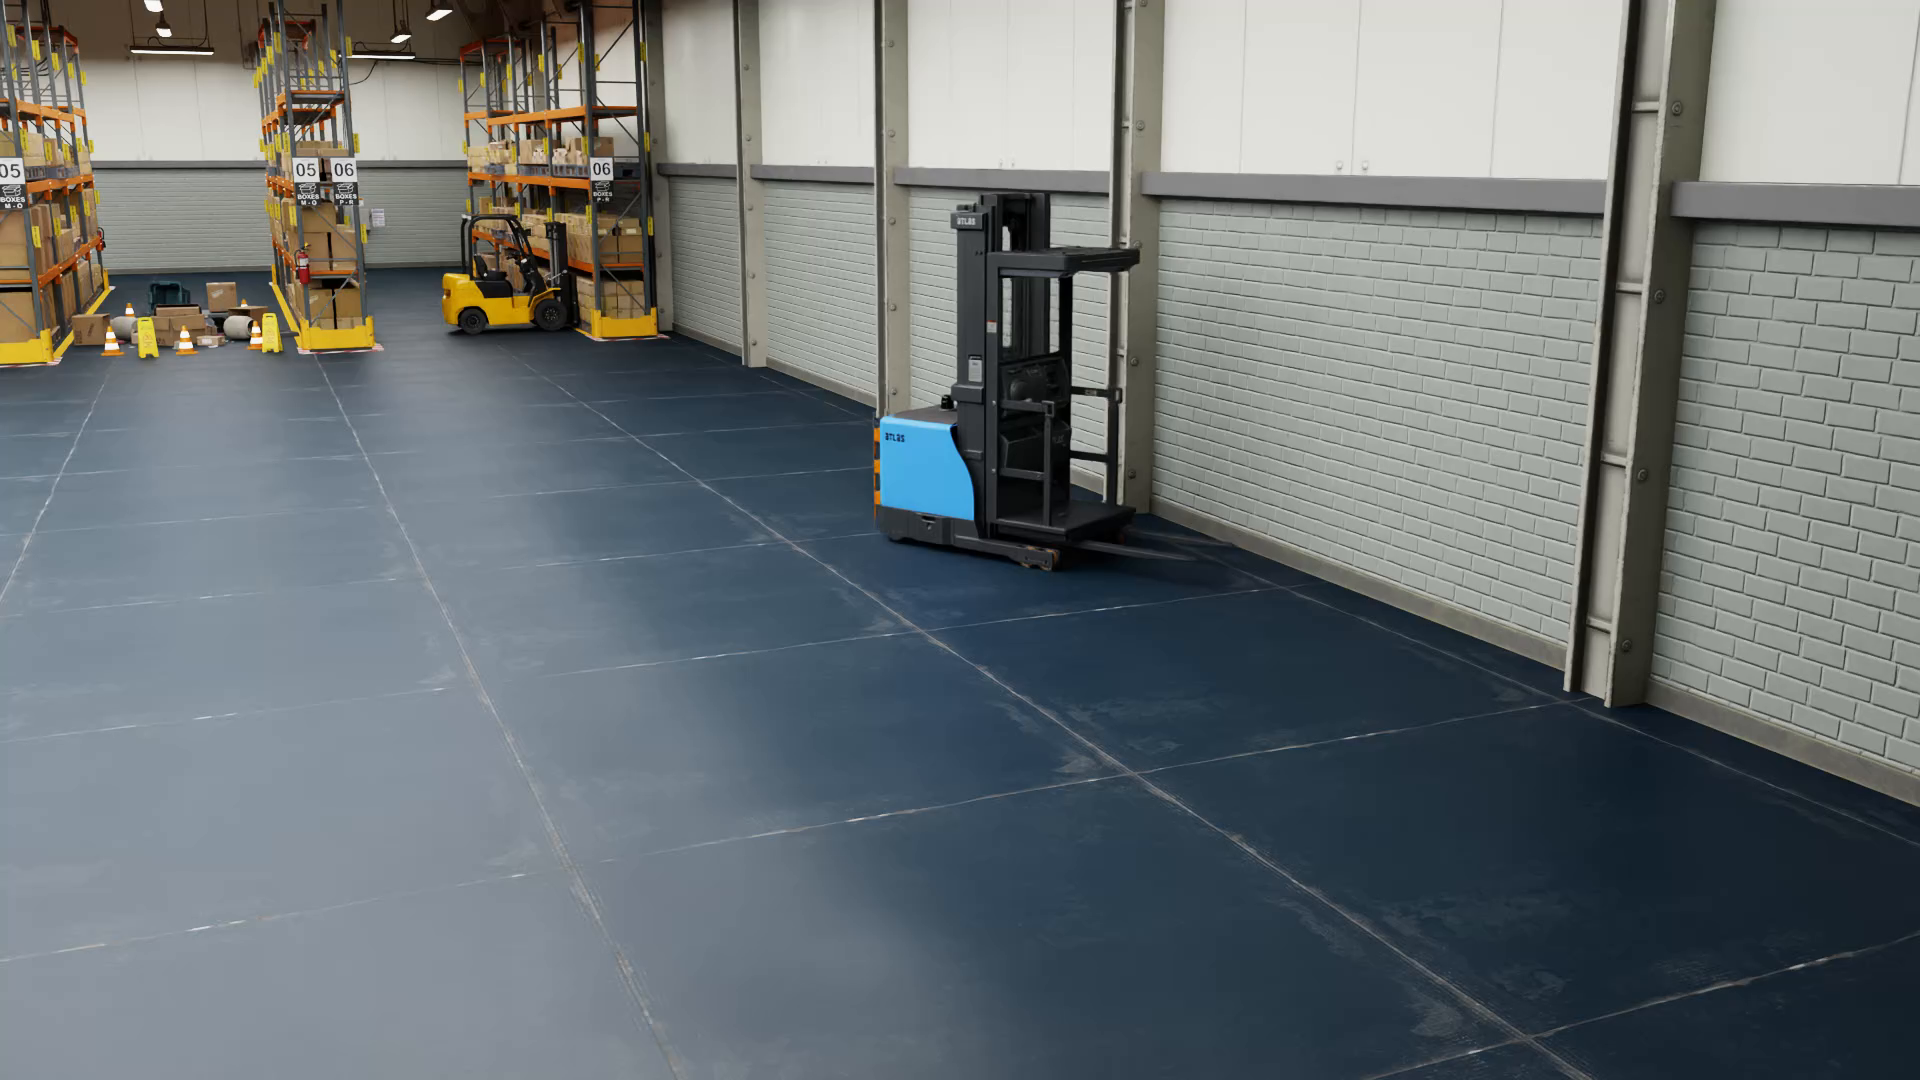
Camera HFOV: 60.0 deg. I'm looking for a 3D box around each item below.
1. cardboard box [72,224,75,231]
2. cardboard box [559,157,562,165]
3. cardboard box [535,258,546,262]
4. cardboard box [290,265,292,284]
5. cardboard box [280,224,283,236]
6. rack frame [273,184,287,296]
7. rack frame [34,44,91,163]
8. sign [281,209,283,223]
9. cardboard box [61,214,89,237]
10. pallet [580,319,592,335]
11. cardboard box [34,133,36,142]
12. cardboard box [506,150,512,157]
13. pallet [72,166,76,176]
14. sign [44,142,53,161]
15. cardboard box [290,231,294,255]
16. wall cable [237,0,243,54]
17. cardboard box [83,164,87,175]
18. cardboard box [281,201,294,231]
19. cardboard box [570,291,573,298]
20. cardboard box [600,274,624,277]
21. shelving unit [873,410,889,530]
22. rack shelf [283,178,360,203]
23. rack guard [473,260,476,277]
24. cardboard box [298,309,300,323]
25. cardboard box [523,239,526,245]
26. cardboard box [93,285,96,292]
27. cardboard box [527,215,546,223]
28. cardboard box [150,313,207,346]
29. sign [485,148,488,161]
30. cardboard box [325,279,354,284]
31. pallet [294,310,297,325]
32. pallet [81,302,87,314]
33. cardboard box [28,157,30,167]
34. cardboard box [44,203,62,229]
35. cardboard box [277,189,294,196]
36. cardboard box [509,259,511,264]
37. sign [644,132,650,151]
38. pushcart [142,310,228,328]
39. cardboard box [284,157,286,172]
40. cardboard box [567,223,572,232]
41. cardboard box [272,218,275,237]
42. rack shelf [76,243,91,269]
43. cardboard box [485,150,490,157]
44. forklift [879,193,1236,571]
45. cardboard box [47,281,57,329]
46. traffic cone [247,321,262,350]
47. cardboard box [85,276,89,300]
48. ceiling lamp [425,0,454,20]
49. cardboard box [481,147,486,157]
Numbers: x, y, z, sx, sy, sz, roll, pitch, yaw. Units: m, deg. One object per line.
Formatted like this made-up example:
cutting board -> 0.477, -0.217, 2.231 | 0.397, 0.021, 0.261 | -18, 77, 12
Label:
cardboard box -> -19.072, -6.641, 35.376 | 0.380, 0.149, 0.250 | -5, 14, -21
cardboard box -> -7.580, -7.378, 32.348 | 0.380, 0.149, 0.250 | -5, 14, -21
cardboard box -> -9.882, -6.592, 39.375 | 0.380, 0.149, 0.250 | -6, 14, -23
cardboard box -> -14.493, -5.946, 37.191 | 0.875, 0.875, 0.875 | -5, 14, -22
cardboard box -> -14.365, -6.690, 35.846 | 0.500, 0.250, 0.500 | -6, 14, -23
rack frame -> -15.541, -7.269, 39.123 | 1.000, 3.000, 0.127 | -6, 14, -23
rack frame -> -21.638, -10.550, 39.995 | 1.000, 3.000, 0.127 | -6, 14, -23
sign -> -12.843, -6.129, 31.631 | 0.100, 0.325, 0.005 | -6, 14, -23
cardboard box -> -20.003, -7.119, 37.596 | 0.500, 0.500, 0.500 | -6, 14, -24
pallet -> -6.532, -4.034, 31.332 | 1.003, 0.211, 1.213 | -6, 14, -23
cardboard box -> -15.888, -6.821, 28.172 | 0.380, 0.149, 0.250 | -6, 14, -24
cardboard box -> -10.217, -8.879, 38.218 | 0.380, 0.149, 0.250 | -6, 14, -24
pallet -> -19.468, -7.819, 35.267 | 1.213, 0.211, 1.003 | -6, 14, -23
sign -> -16.323, -6.950, 29.772 | 0.100, 0.325, 0.005 | -6, 14, -23
cardboard box -> -12.004, -5.487, 30.543 | 0.500, 0.500, 0.500 | -6, 14, -23
wall cable -> -21.097, -14.950, 45.702 | 2.355, 3.000, 0.029 | -6, 14, -23
cardboard box -> -20.379, -8.520, 38.212 | 0.500, 0.250, 0.500 | -5, 14, -21
cardboard box -> -11.633, -5.757, 29.494 | 0.700, 0.500, 0.500 | -6, 14, -24
cardboard box -> -7.283, -4.732, 32.223 | 0.500, 0.250, 0.500 | -6, 14, -23
cardboard box -> -6.799, -5.021, 32.360 | 0.500, 0.250, 0.500 | -6, 14, -24
shelving unit -> -0.596, -0.604, 14.652 | 0.252, 1.050, 0.215 | 10, 16, 36
rack shelf -> -11.535, -6.313, 29.939 | 1.077, 0.370, 4.000 | -6, 14, -23
rack guard -> -12.566, -7.311, 44.848 | 1.175, 0.500, 0.348 | -6, 14, -23
cardboard box -> -12.123, -4.225, 31.140 | 0.500, 0.250, 0.500 | -5, 14, -20
cardboard box -> -9.438, -6.704, 37.018 | 0.500, 0.250, 0.500 | -6, 14, -23
cardboard box -> -19.888, -5.721, 37.825 | 0.380, 0.149, 0.250 | -6, 14, -25
cardboard box -> -9.300, -7.058, 36.552 | 0.380, 0.149, 0.250 | -5, 14, -21
cardboard box -> -13.757, -3.707, 29.272 | 0.637, 0.503, 0.797 | 6, 14, 26
sign -> -11.489, -9.380, 40.448 | 0.100, 0.325, 0.005 | -6, 14, -23
cardboard box -> -11.648, -4.643, 31.283 | 0.500, 0.500, 0.500 | -5, 14, -22
pallet -> -12.650, -4.418, 32.990 | 1.003, 0.211, 1.213 | -6, 14, -23
pallet -> -18.745, -4.777, 34.543 | 1.003, 0.211, 1.213 | -6, 14, -23
cardboard box -> -15.275, -6.118, 26.903 | 0.380, 0.149, 0.250 | -6, 14, -23
cardboard box -> -18.263, -6.416, 33.002 | 0.700, 0.500, 0.500 | -6, 14, -23
cardboard box -> -15.962, -8.220, 39.354 | 0.380, 0.149, 0.250 | -5, 14, -22
cardboard box -> -10.611, -6.710, 39.882 | 0.380, 0.149, 0.250 | -6, 14, -23
sign -> -5.677, -7.213, 30.117 | 0.100, 0.325, 0.005 | -6, 14, -23
pushcart -> -14.405, -4.122, 31.343 | 1.648, 0.377, 0.936 | -12, 18, -42
cardboard box -> -12.007, -6.823, 30.218 | 0.500, 0.250, 0.500 | -5, 14, -22
cardboard box -> -7.417, -6.073, 32.297 | 0.380, 0.149, 0.250 | -6, 14, -25
cardboard box -> -16.387, -7.598, 40.326 | 0.500, 0.500, 0.500 | -6, 14, -24
rack shelf -> -19.235, -6.037, 35.397 | 1.077, 0.370, 4.000 | -6, 14, -23
cardboard box -> -11.277, -9.354, 40.223 | 0.380, 0.149, 0.250 | -5, 14, -21
forklift -> 0.784, -1.317, 13.561 | 3.031, 2.935, 1.130 | 10, 16, 36
cardboard box -> -16.644, -4.181, 29.563 | 0.875, 0.875, 0.875 | -5, 14, -22
traffic cone -> -12.088, -3.526, 28.577 | 0.336, 0.463, 0.334 | -6, 14, -23
cardboard box -> -19.102, -5.445, 35.855 | 0.500, 0.500, 0.500 | -6, 14, -24
ceiling lamp -> -9.748, -11.604, 31.606 | 0.800, 3.185, 2.000 | -6, 14, -23
cardboard box -> -11.628, -9.681, 41.458 | 0.500, 0.250, 0.500 | -6, 14, -24
